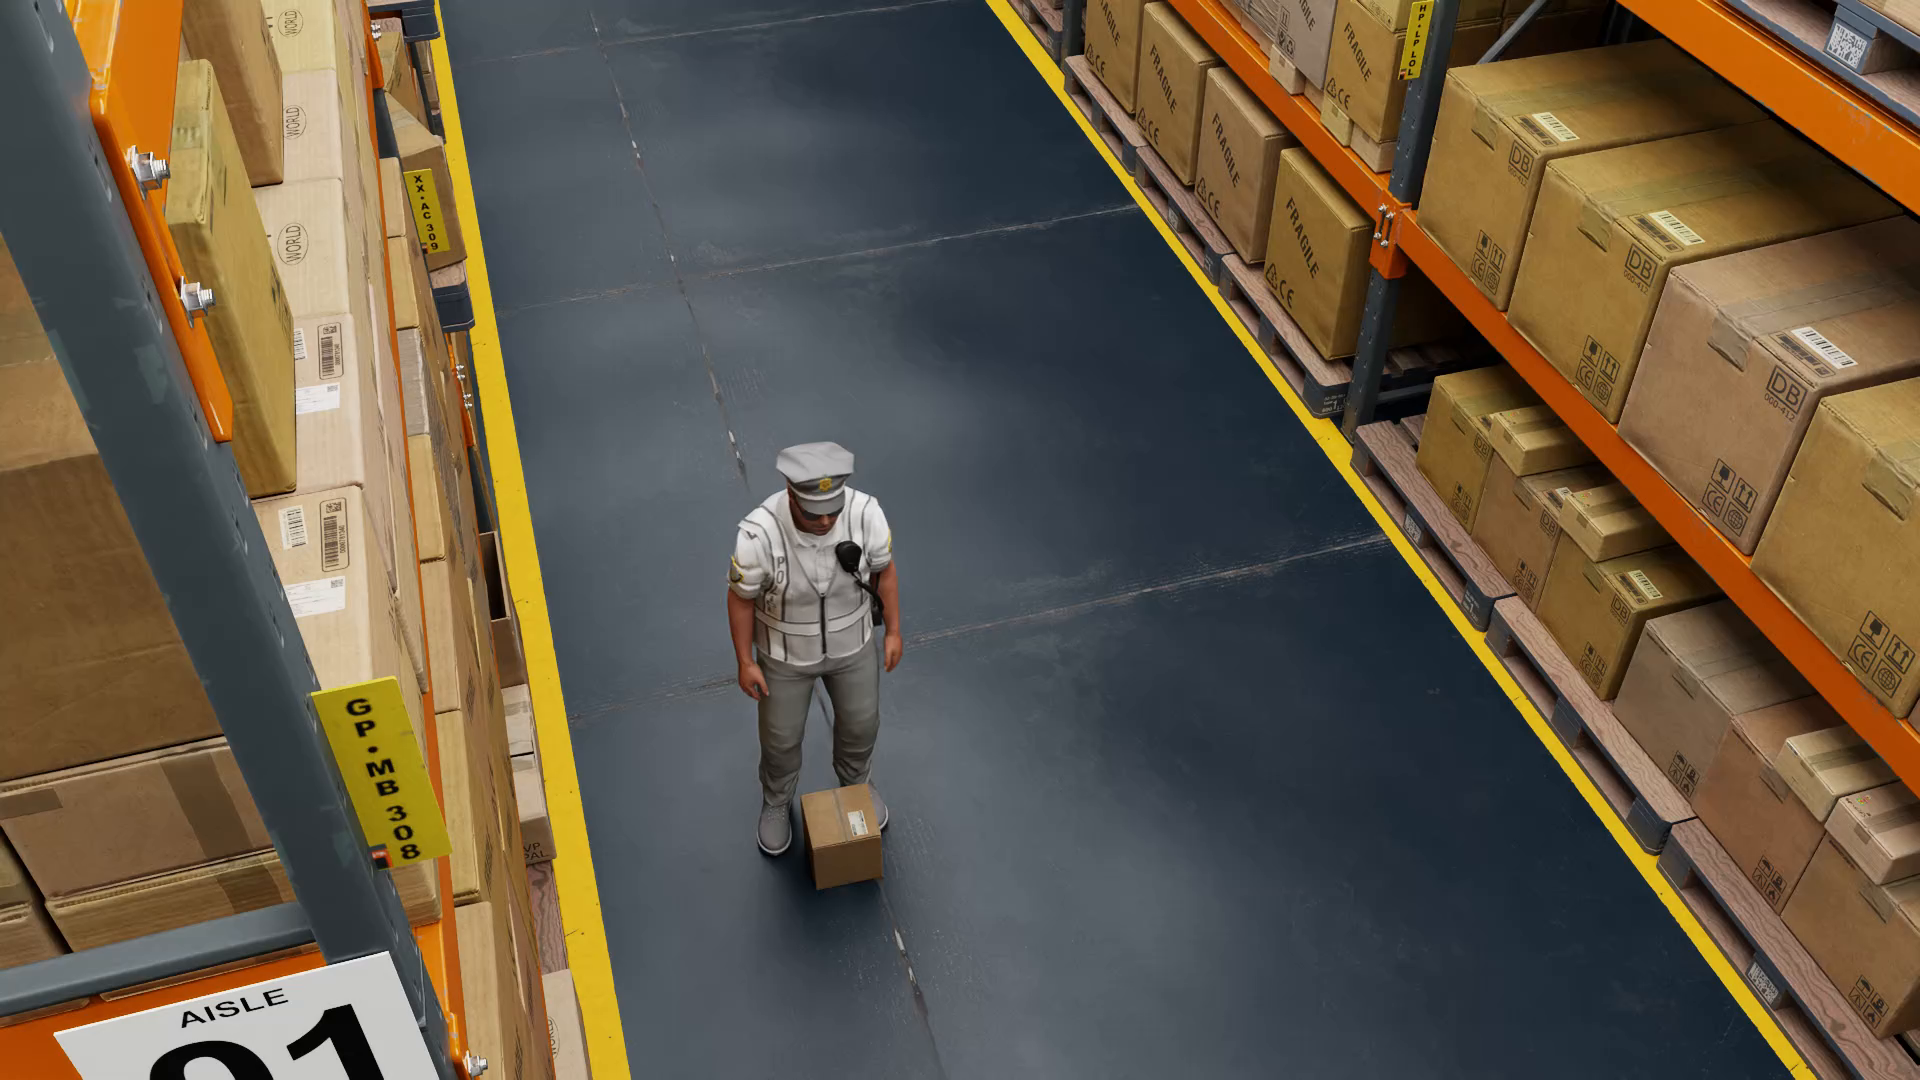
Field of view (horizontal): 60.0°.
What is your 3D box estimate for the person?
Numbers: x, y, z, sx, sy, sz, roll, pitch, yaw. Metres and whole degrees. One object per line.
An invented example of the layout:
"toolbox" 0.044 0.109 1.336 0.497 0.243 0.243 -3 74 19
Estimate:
"person" -0.500 0.344 5.769 0.605 1.751 0.428 -12 43 -13
